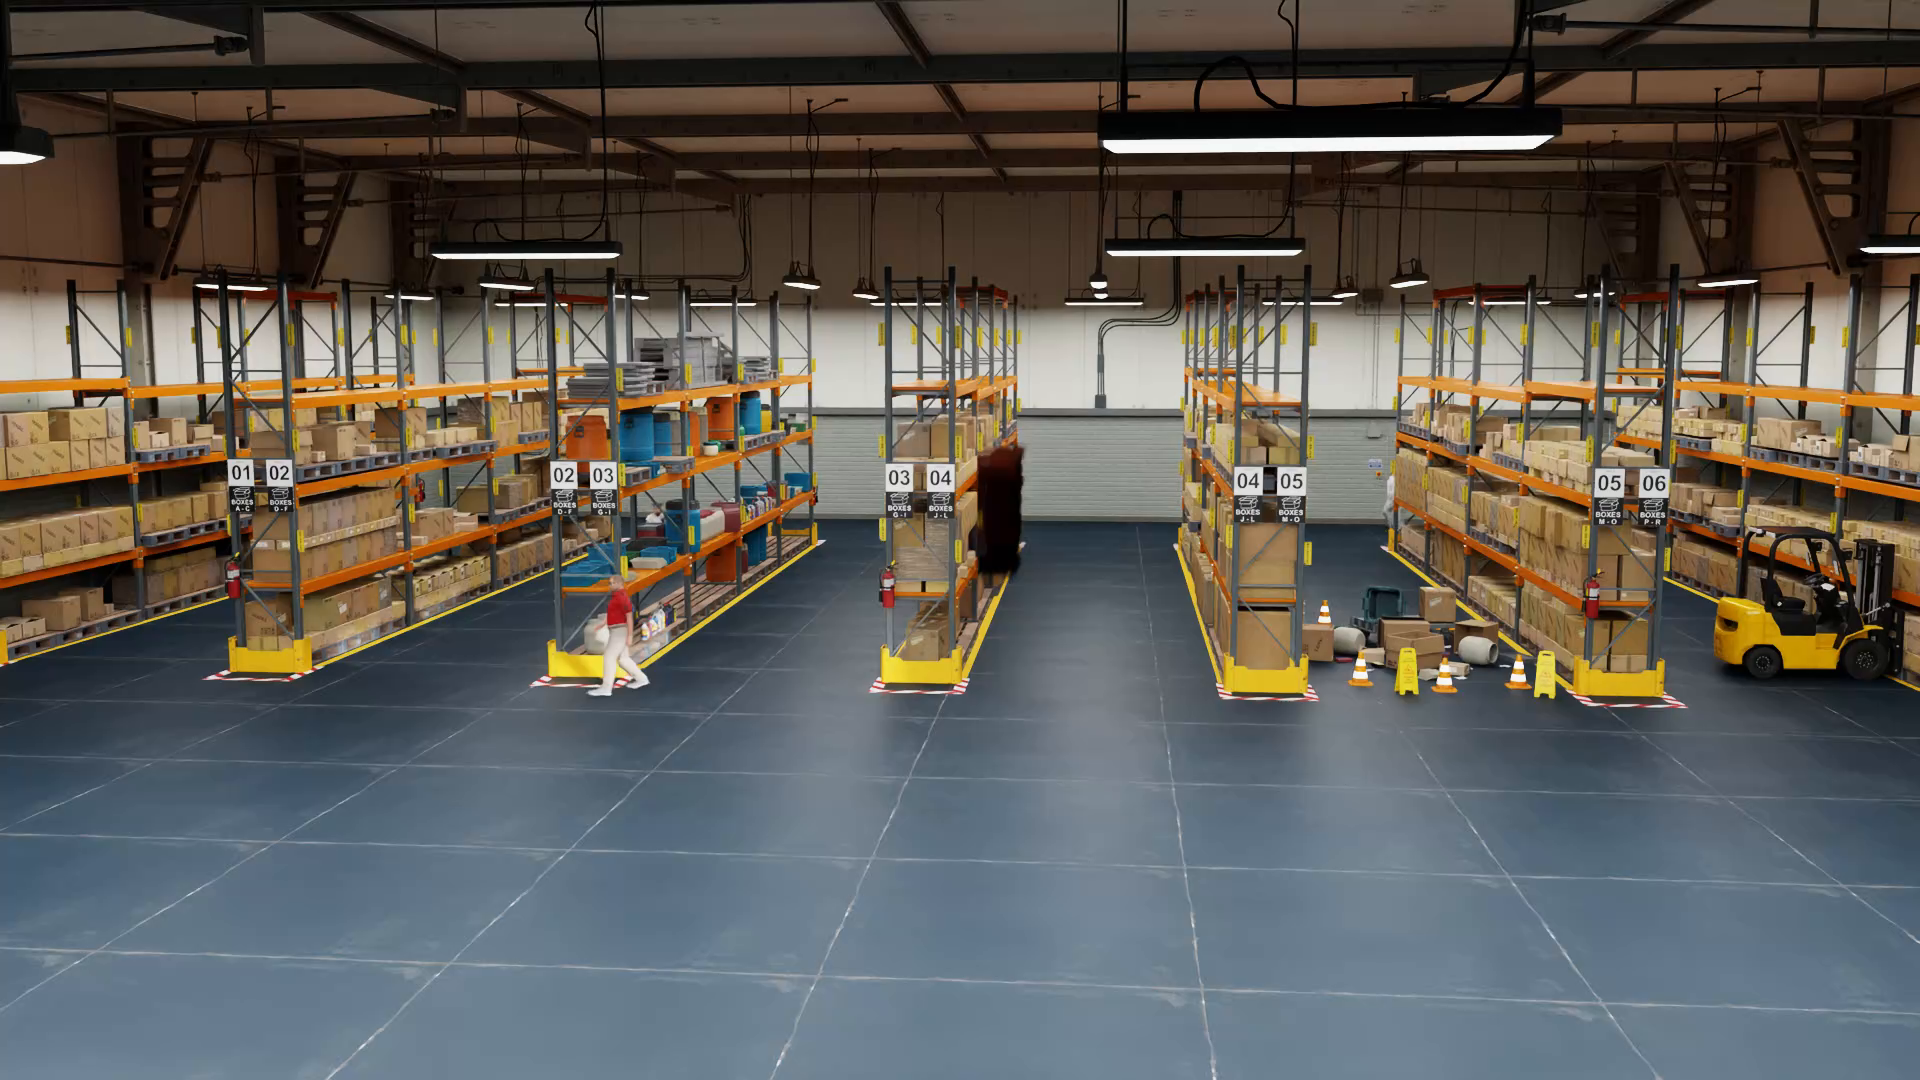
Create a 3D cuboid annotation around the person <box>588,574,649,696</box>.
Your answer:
[{"bbox_3d":[-4.841,1.324,23.507,0.827,1.667,0.698,-1,7,-9],"label":"person"}]

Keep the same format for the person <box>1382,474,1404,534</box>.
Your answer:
[{"bbox_3d":[11.121,-1.020,42.504,0.494,1.820,0.579,-3,7,-22],"label":"person"}]

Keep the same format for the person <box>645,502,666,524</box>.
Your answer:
[{"bbox_3d":[-6.313,-0.034,35.036,0.584,1.593,0.697,2,7,14],"label":"person"}]
